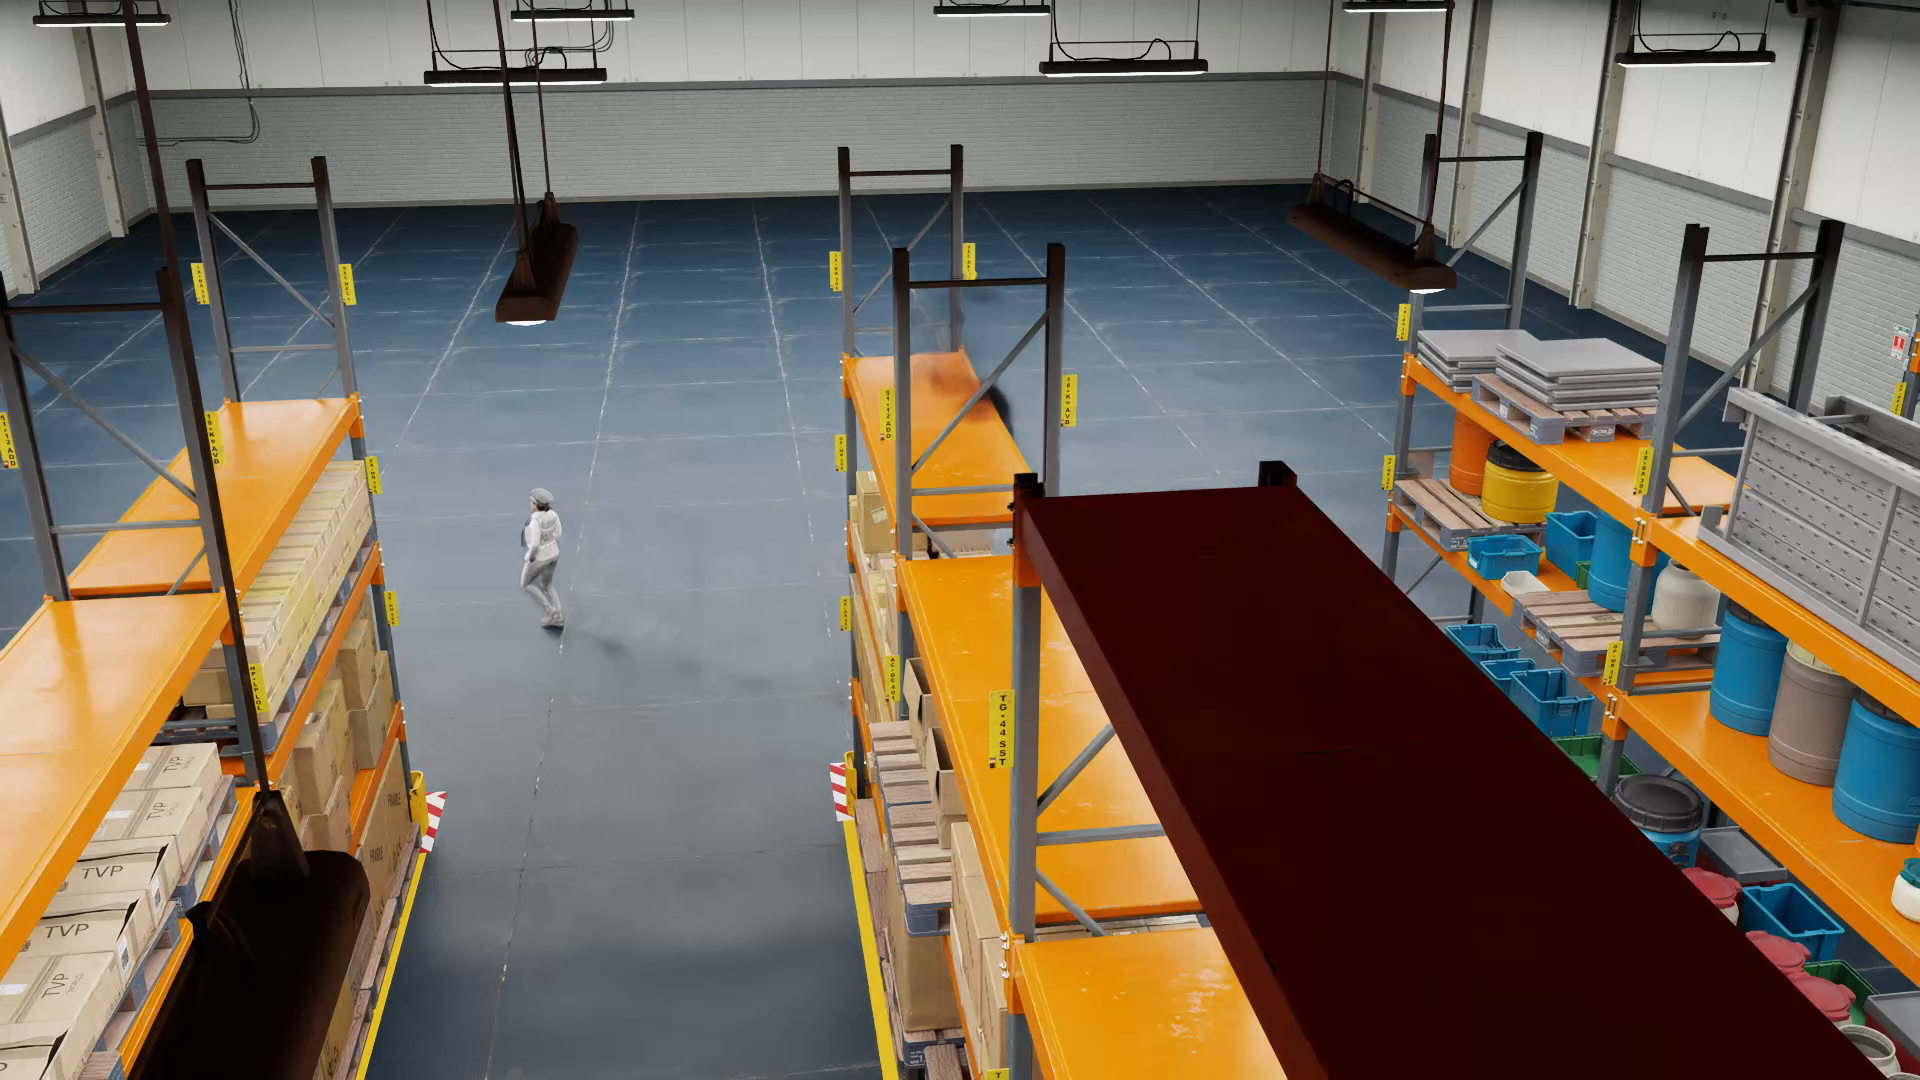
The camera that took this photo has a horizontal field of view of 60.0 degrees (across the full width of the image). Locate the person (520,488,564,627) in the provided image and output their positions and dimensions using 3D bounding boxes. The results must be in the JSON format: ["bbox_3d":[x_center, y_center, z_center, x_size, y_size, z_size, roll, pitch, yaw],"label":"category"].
[{"bbox_3d":[-4.796,0.192,18.887,0.554,1.650,0.602,12,25,28],"label":"person"}]
